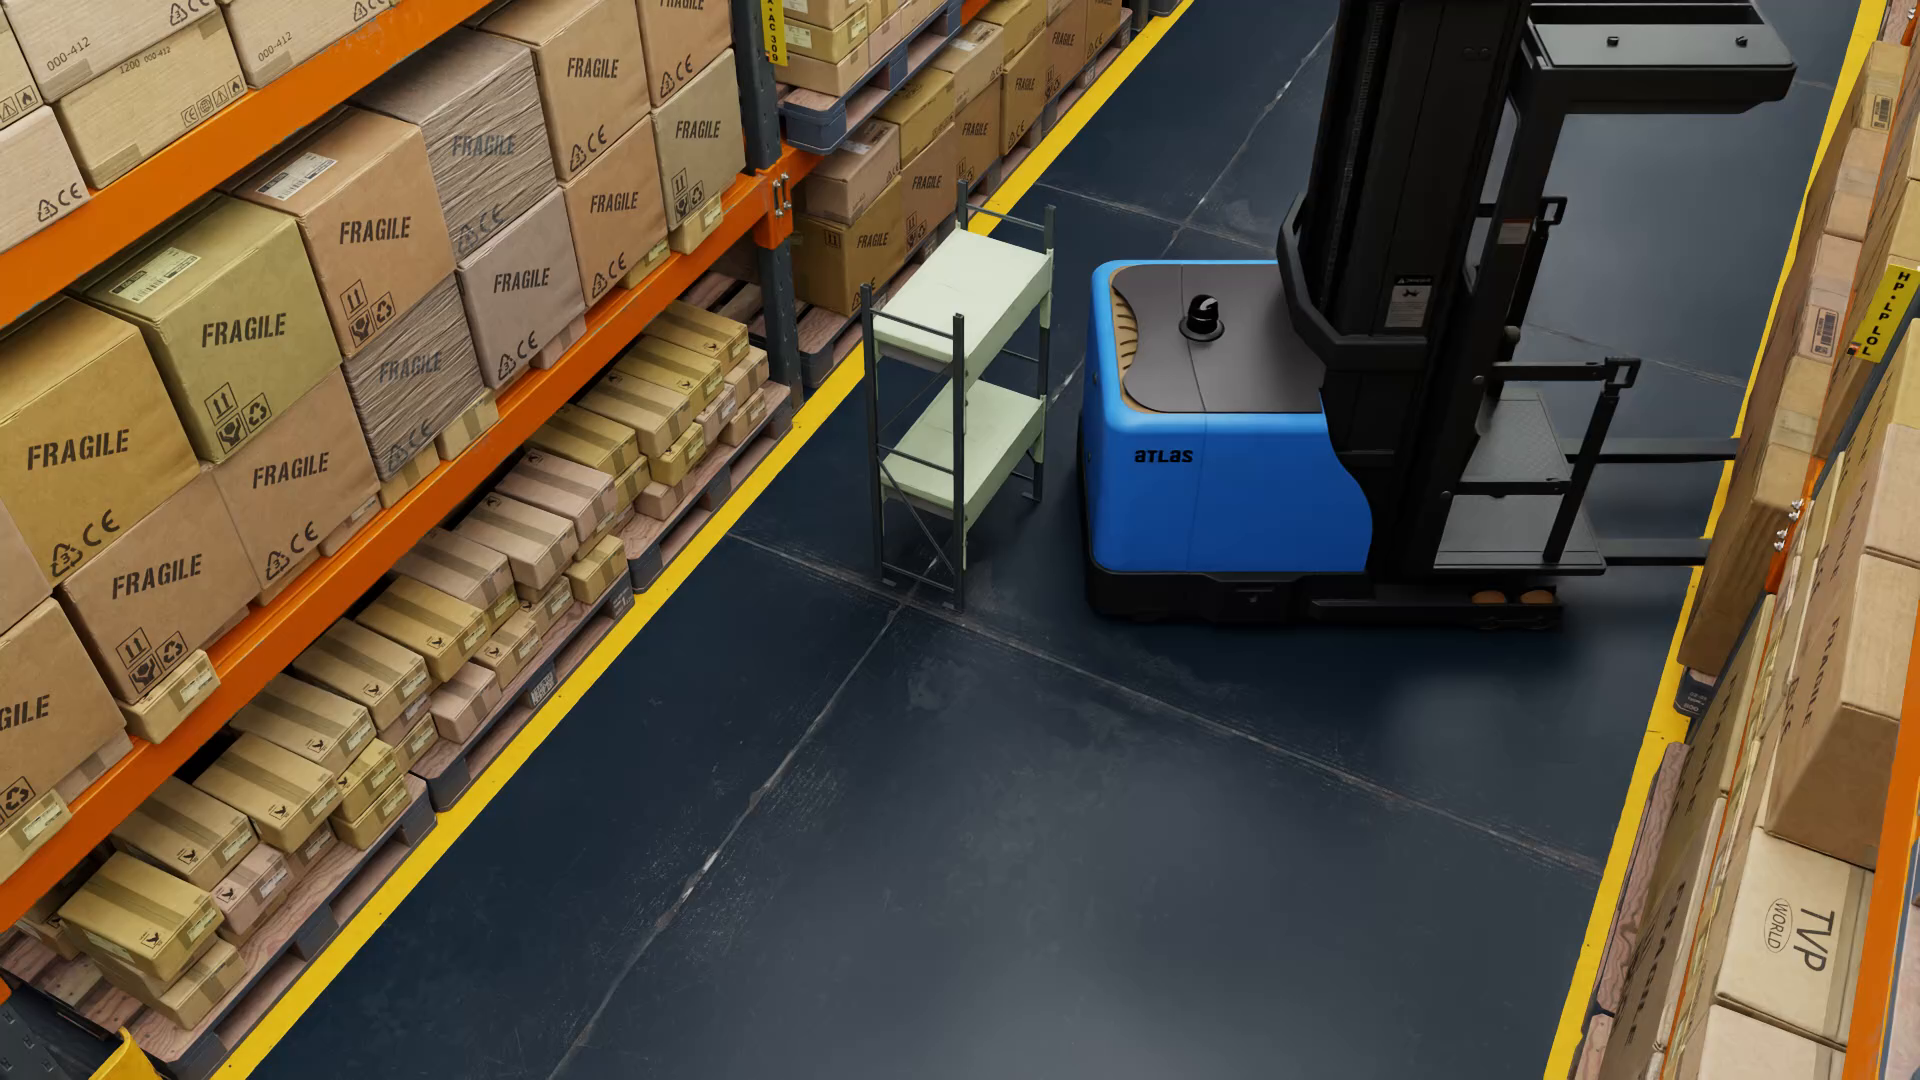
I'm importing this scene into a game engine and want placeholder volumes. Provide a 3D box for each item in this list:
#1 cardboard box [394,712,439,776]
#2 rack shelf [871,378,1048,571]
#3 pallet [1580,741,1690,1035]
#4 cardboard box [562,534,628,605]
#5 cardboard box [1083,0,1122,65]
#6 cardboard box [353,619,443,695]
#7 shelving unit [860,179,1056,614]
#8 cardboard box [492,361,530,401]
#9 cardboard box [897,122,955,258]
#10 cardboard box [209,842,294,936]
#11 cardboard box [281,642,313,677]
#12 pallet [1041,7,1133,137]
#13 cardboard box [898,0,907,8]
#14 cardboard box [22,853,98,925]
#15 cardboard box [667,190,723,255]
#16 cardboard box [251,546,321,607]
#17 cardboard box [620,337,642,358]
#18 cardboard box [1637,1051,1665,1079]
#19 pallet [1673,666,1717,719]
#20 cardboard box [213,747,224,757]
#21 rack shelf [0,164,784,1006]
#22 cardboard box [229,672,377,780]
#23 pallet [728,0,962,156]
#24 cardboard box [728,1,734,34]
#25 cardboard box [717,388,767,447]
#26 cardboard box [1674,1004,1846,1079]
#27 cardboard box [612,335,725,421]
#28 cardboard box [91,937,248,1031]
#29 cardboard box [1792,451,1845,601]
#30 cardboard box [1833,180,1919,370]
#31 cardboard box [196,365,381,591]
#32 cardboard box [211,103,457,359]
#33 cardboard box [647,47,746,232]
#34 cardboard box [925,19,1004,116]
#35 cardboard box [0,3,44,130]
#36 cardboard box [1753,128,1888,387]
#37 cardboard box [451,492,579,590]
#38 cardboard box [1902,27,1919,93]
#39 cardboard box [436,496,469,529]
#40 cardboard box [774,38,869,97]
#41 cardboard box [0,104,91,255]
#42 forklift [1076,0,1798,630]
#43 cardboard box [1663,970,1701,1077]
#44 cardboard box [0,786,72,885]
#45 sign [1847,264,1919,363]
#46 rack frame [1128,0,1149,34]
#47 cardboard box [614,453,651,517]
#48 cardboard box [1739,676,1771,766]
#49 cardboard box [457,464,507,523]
[{"bbox_3d":[-2.107,0.682,5.956,0.380,0.149,0.250,21,49,19],"label":"cardboard box"},{"bbox_3d":[0.003,-0.302,6.733,0.431,0.370,0.720,20,49,19],"label":"rack shelf"},{"bbox_3d":[2.739,1.334,5.563,1.003,0.211,1.213,20,49,19],"label":"pallet"},{"bbox_3d":[-1.546,0.065,6.565,0.380,0.149,0.250,20,49,19],"label":"cardboard box"},{"bbox_3d":[0.598,-3.089,9.436,0.500,0.500,0.500,20,49,19],"label":"cardboard box"},{"bbox_3d":[-2.016,0.378,6.048,0.380,0.149,0.250,23,50,21],"label":"cardboard box"},{"bbox_3d":[0.003,-0.531,6.501,0.431,1.500,0.755,20,49,19],"label":"shelving unit"},{"bbox_3d":[-1.717,-0.630,5.720,0.380,0.149,0.250,20,49,18],"label":"cardboard box"},{"bbox_3d":[-0.363,-1.781,8.144,0.500,0.500,0.500,23,50,21],"label":"cardboard box"},{"bbox_3d":[-2.394,1.070,5.363,0.380,0.149,0.250,20,49,19],"label":"cardboard box"},{"bbox_3d":[-2.581,0.384,6.041,0.380,0.149,0.250,21,49,20],"label":"cardboard box"},{"bbox_3d":[0.308,-2.848,9.697,1.003,0.211,1.213,20,49,19],"label":"pallet"},{"bbox_3d":[-0.357,-2.387,6.953,0.380,0.149,0.250,22,49,20],"label":"cardboard box"},{"bbox_3d":[-3.050,1.042,5.391,0.380,0.149,0.250,19,48,18],"label":"cardboard box"},{"bbox_3d":[-1.134,-1.257,6.340,0.380,0.149,0.250,19,48,18],"label":"cardboard box"},{"bbox_3d":[-2.201,0.015,5.083,0.380,0.149,0.250,20,49,19],"label":"cardboard box"},{"bbox_3d":[-1.637,-0.928,7.338,0.380,0.149,0.250,23,50,21],"label":"cardboard box"},{"bbox_3d":[1.953,2.017,4.126,0.875,0.875,0.875,20,49,19],"label":"cardboard box"},{"bbox_3d":[3.452,0.370,6.516,1.003,0.211,1.213,20,49,19],"label":"pallet"},{"bbox_3d":[-2.651,0.680,5.958,0.380,0.149,0.250,21,49,19],"label":"cardboard box"},{"bbox_3d":[-2.114,-0.288,5.711,1.077,0.370,4.000,20,49,19],"label":"rack shelf"},{"bbox_3d":[-2.204,0.633,5.586,0.380,0.149,0.250,18,48,17],"label":"cardboard box"},{"bbox_3d":[-0.702,-2.167,7.197,1.003,0.211,1.213,20,49,19],"label":"pallet"},{"bbox_3d":[-1.176,-2.175,6.952,0.380,0.149,0.250,19,48,18],"label":"cardboard box"},{"bbox_3d":[-1.066,-0.587,7.210,0.380,0.149,0.250,21,49,20],"label":"cardboard box"},{"bbox_3d":[1.766,1.336,3.497,0.500,0.250,0.500,19,48,18],"label":"cardboard box"},{"bbox_3d":[-1.203,-0.671,6.875,0.380,0.149,0.250,21,49,20],"label":"cardboard box"},{"bbox_3d":[-2.515,1.349,5.296,0.380,0.149,0.250,21,49,20],"label":"cardboard box"},{"bbox_3d":[2.711,0.058,4.760,0.500,0.250,0.500,20,49,18],"label":"cardboard box"},{"bbox_3d":[3.372,-0.829,5.670,0.500,0.500,0.500,22,49,20],"label":"cardboard box"},{"bbox_3d":[-2.124,-0.262,4.901,0.500,0.500,0.500,21,49,20],"label":"cardboard box"},{"bbox_3d":[-1.875,-0.930,4.857,0.500,0.500,0.500,19,48,18],"label":"cardboard box"},{"bbox_3d":[-1.160,-1.542,6.166,0.500,0.500,0.500,21,49,19],"label":"cardboard box"},{"bbox_3d":[-0.123,-2.368,8.196,0.500,0.250,0.500,22,49,20],"label":"cardboard box"},{"bbox_3d":[-2.367,-0.978,3.533,0.500,0.250,0.500,20,49,19],"label":"cardboard box"},{"bbox_3d":[4.258,-1.033,7.141,1.225,0.875,0.875,21,49,19],"label":"cardboard box"},{"bbox_3d":[-1.660,0.001,6.211,0.380,0.149,0.250,19,48,18],"label":"cardboard box"},{"bbox_3d":[4.314,-2.112,6.938,0.500,0.500,0.500,19,48,18],"label":"cardboard box"},{"bbox_3d":[-2.127,-0.173,6.383,0.380,0.149,0.250,19,48,17],"label":"cardboard box"},{"bbox_3d":[-0.595,-1.956,6.736,0.380,0.149,0.250,18,48,17],"label":"cardboard box"},{"bbox_3d":[-2.359,-0.811,3.719,0.500,0.250,0.500,22,49,20],"label":"cardboard box"},{"bbox_3d":[2.025,-1.052,6.009,3.031,2.935,1.130,0,45,0],"label":"forklift"},{"bbox_3d":[1.888,1.213,3.899,0.380,0.149,0.250,21,49,20],"label":"cardboard box"},{"bbox_3d":[-2.601,0.712,4.394,0.380,0.149,0.250,20,49,19],"label":"cardboard box"},{"bbox_3d":[2.676,-0.652,4.806,0.100,0.325,0.005,20,49,19],"label":"sign"},{"bbox_3d":[0.672,-4.321,9.191,1.000,3.000,0.127,20,49,19],"label":"rack frame"},{"bbox_3d":[-1.476,-0.273,6.690,0.380,0.149,0.250,21,49,19],"label":"cardboard box"},{"bbox_3d":[2.365,0.563,4.541,0.380,0.149,0.250,19,48,18],"label":"cardboard box"},{"bbox_3d":[-2.032,-0.239,6.657,0.380,0.149,0.250,23,50,21],"label":"cardboard box"}]
